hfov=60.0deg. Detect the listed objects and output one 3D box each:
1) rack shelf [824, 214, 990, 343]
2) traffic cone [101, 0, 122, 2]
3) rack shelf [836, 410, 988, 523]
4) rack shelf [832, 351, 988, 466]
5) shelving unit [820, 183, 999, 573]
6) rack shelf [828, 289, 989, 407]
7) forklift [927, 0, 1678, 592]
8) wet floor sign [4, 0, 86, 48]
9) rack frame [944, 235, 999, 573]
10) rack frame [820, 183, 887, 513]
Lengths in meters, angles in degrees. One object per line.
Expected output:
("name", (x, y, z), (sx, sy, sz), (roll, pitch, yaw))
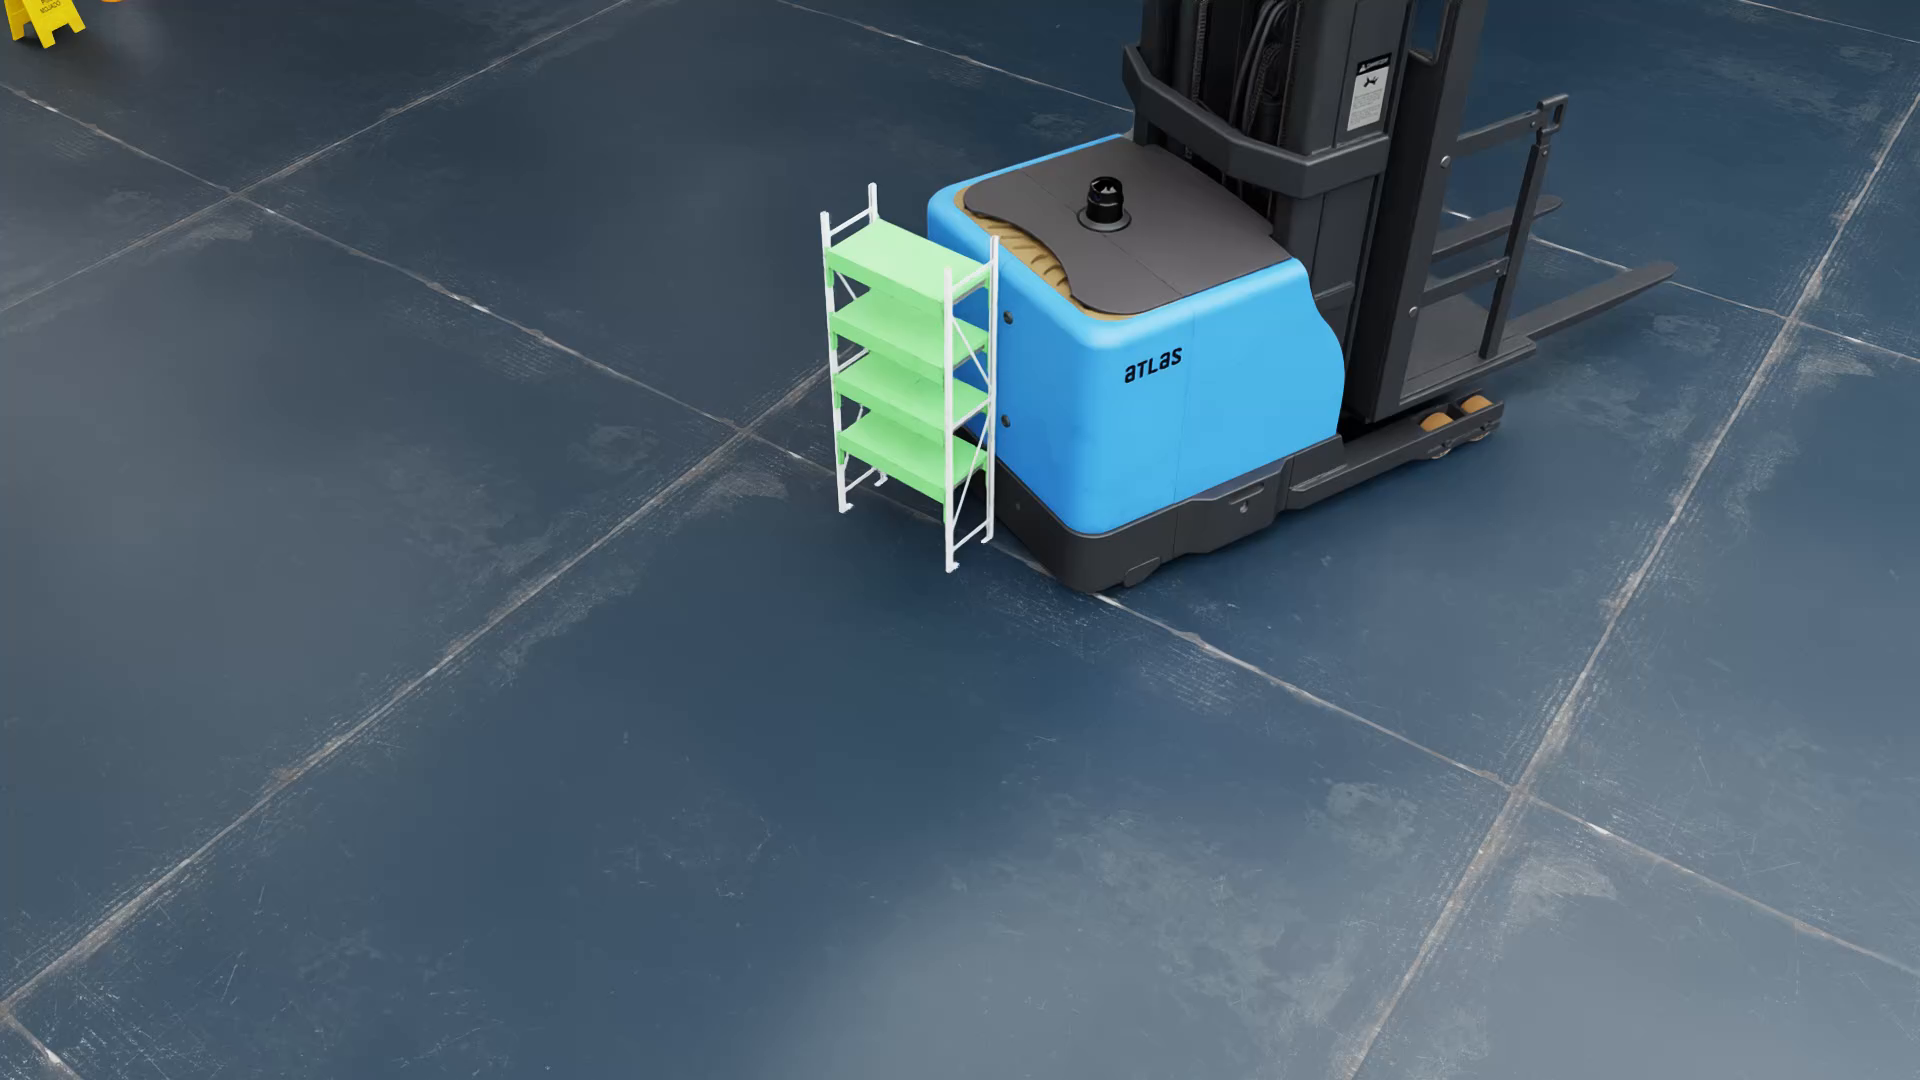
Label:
("rack shelf", (-0.155, -0.813, 5.134), (0.480, 0.148, 0.258), (29, 49, 28))
("traffic cone", (-4.621, -3.216, 8.997), (0.334, 0.463, 0.336), (25, 48, 25))
("rack shelf", (-0.155, -0.276, 5.614), (0.480, 0.148, 0.258), (29, 49, 28))
("rack shelf", (-0.155, -0.455, 5.454), (0.480, 0.148, 0.258), (29, 49, 28))
("shelving unit", (-0.155, -0.502, 5.412), (0.503, 1.200, 0.258), (29, 49, 28))
("rack shelf", (-0.155, -0.634, 5.294), (0.480, 0.148, 0.258), (29, 49, 28))
("forklift", (1.402, -1.669, 5.417), (3.031, 2.935, 1.130), (-22, 46, -23))
("wet floor sign", (-4.768, -2.889, 8.495), (0.232, 0.644, 0.267), (17, 45, 18))
("rack frame", (0.034, -0.399, 5.296), (0.015, 1.200, 0.240), (29, 49, 28))
("rack frame", (-0.343, -0.606, 5.527), (0.015, 1.200, 0.240), (29, 49, 28))
